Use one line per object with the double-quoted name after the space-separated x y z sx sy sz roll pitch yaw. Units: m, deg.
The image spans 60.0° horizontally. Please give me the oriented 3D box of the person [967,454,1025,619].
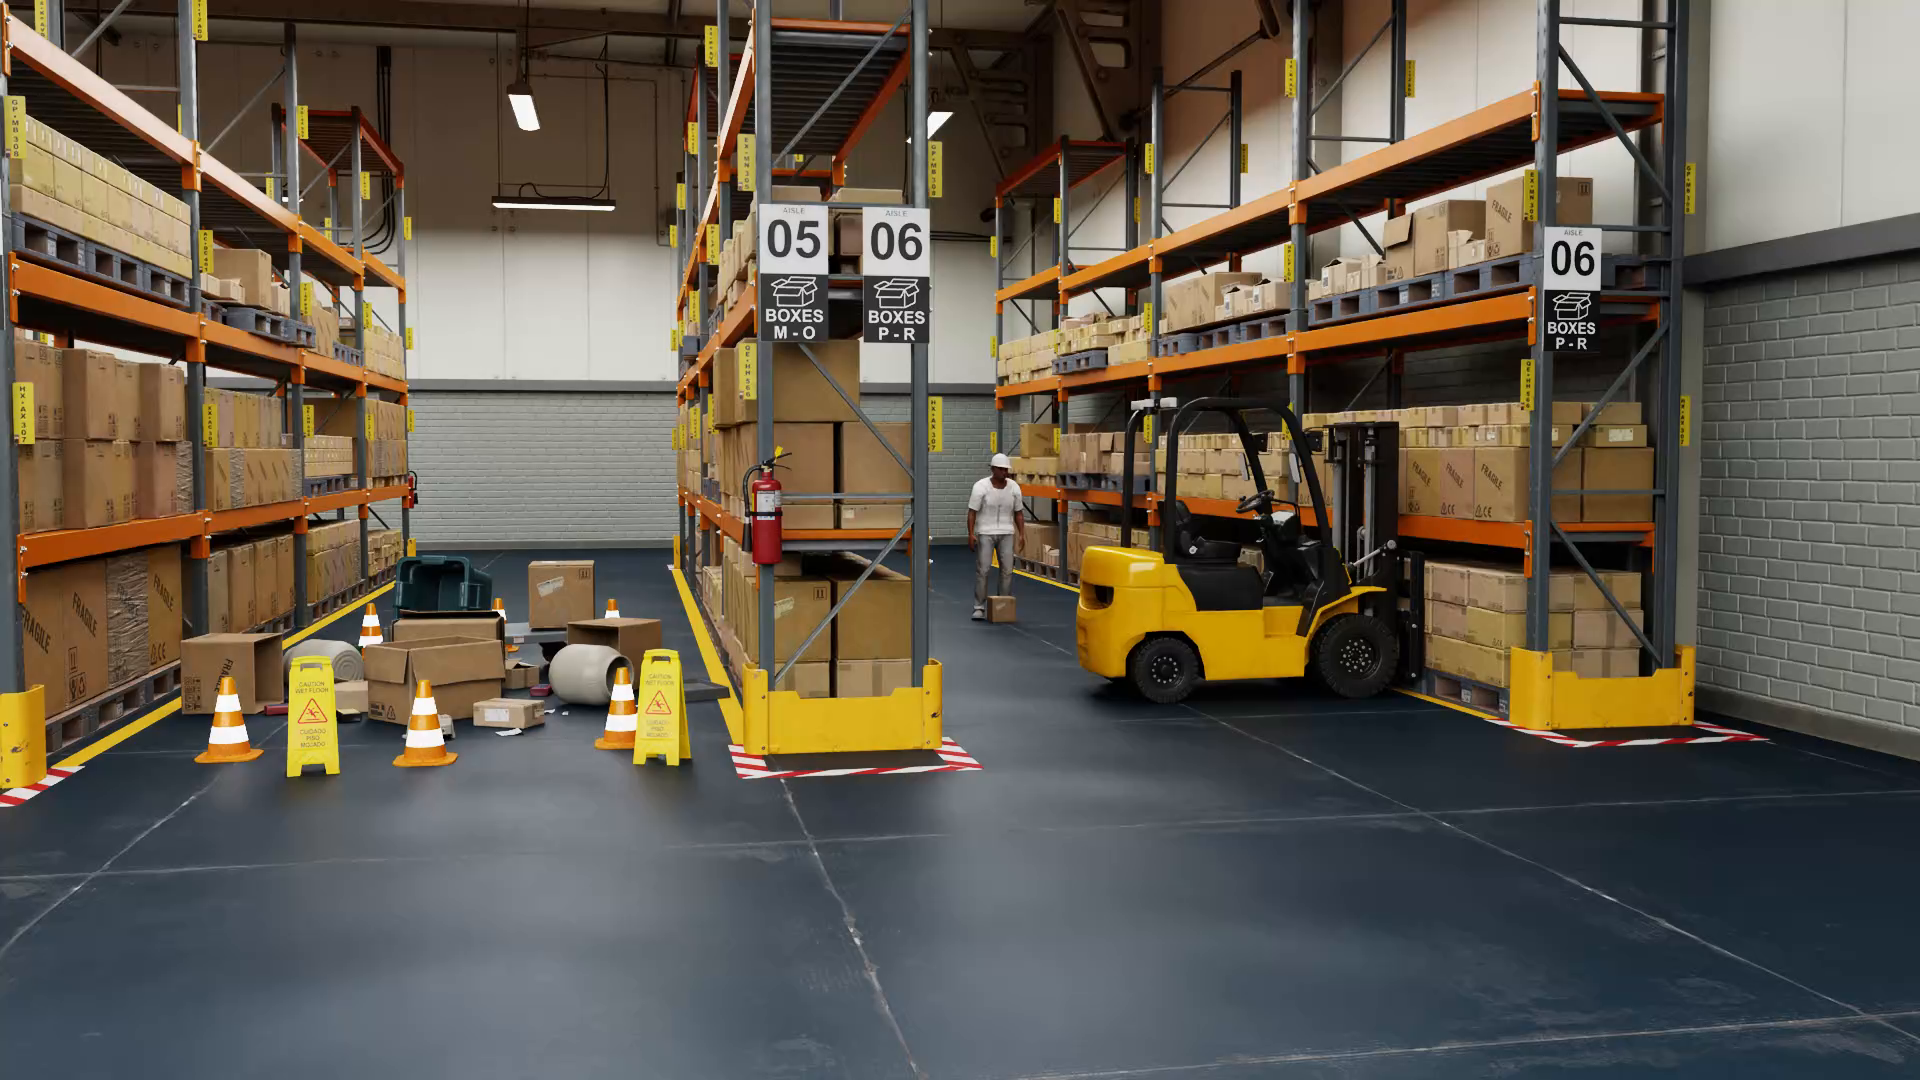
0.390 -0.039 17.682 0.634 1.760 0.459 -1 3 -15 "person"
